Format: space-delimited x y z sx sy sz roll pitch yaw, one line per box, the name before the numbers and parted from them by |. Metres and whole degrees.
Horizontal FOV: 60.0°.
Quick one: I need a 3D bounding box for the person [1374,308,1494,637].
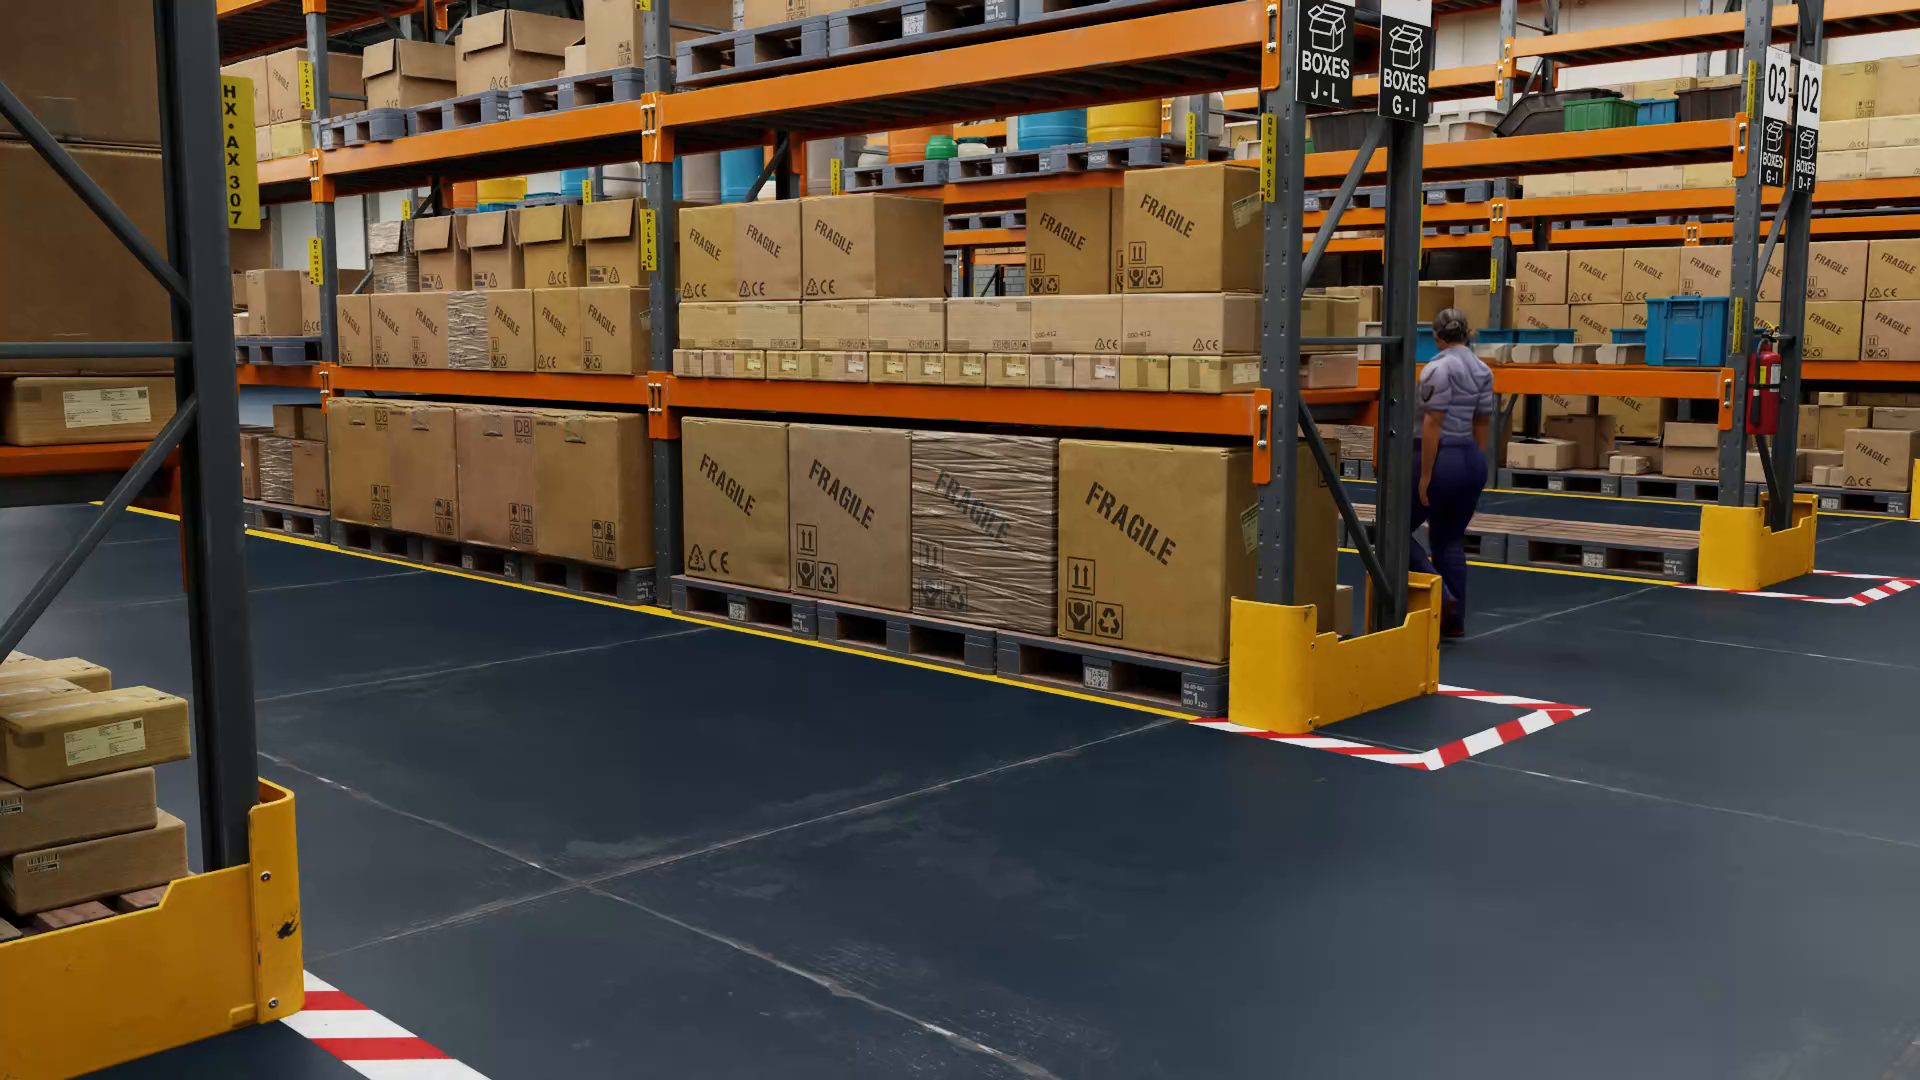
person | 2.359 -0.313 8.223 0.514 1.655 0.426 -5 9 -36
